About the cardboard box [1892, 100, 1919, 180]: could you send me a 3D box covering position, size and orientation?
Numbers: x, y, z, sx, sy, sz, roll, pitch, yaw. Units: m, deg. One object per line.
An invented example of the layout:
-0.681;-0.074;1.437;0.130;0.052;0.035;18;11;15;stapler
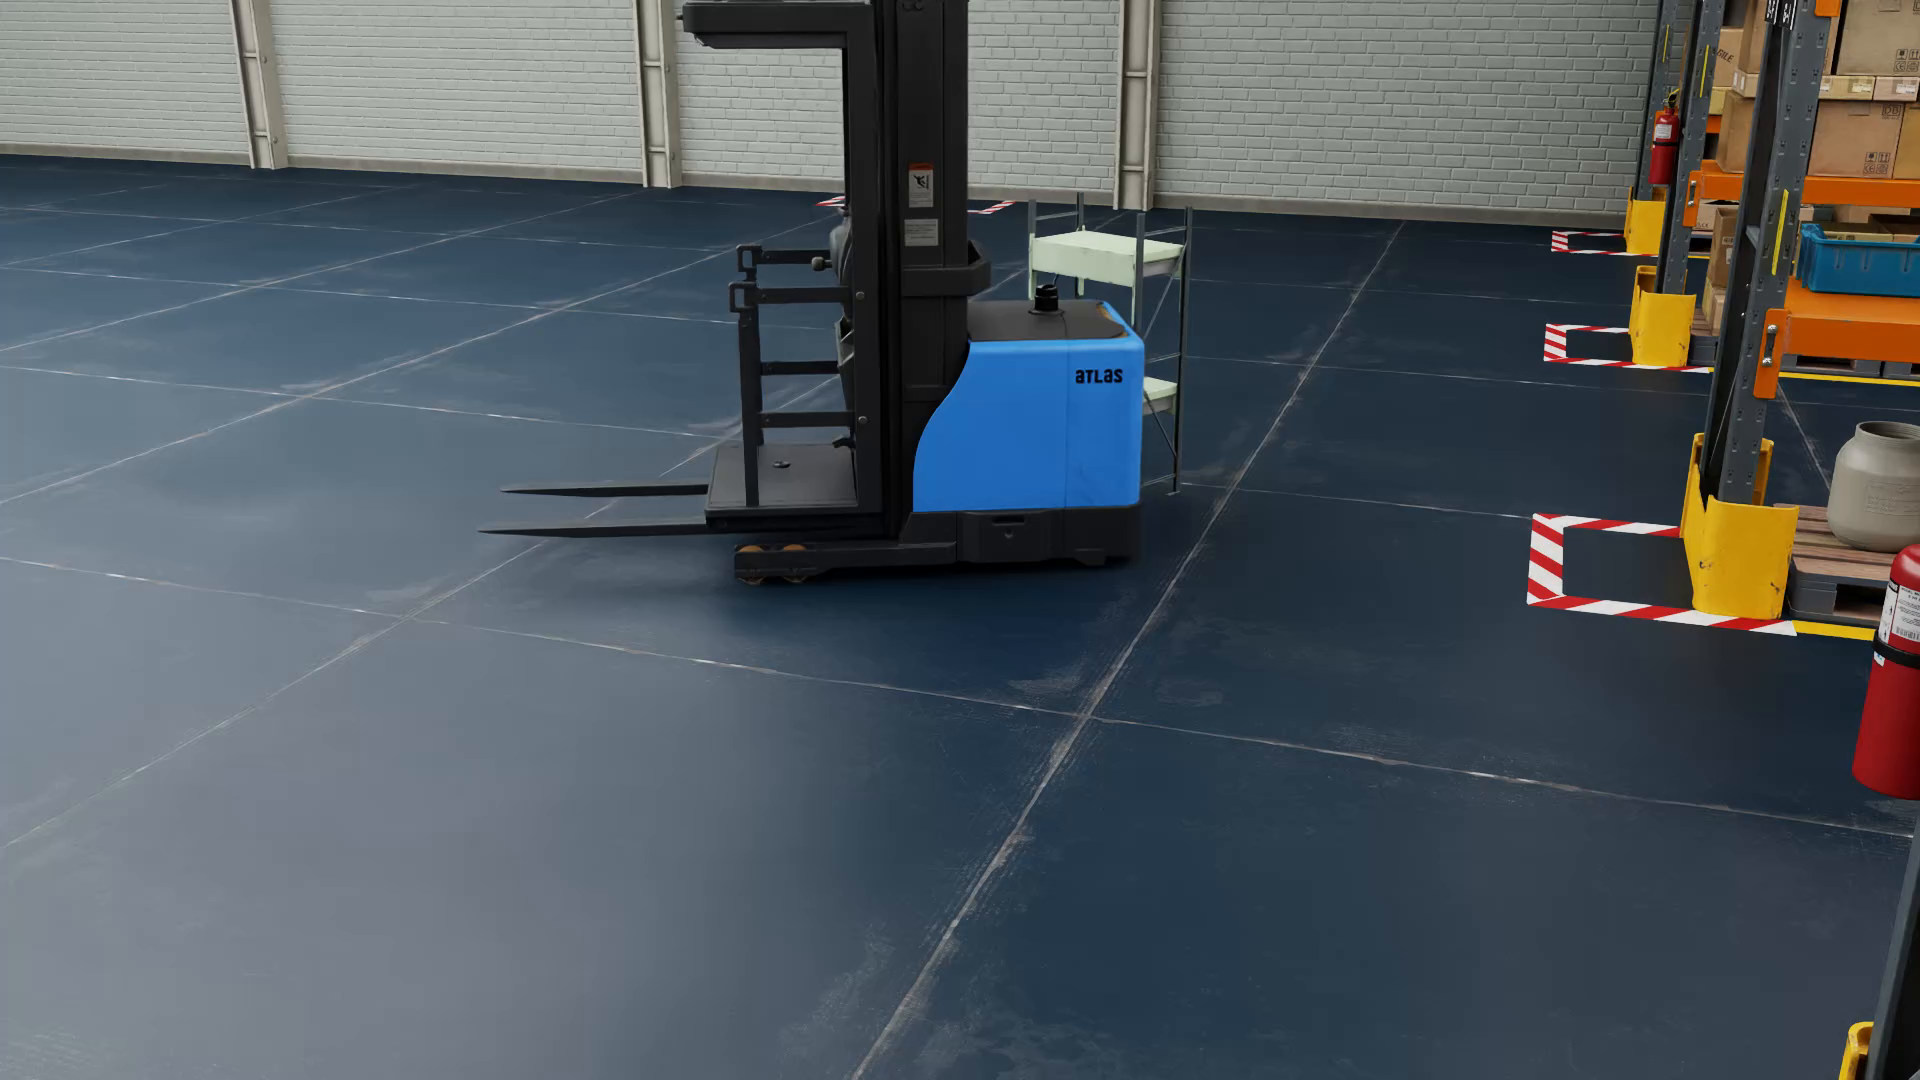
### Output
6.469;-2.682;11.062;0.500;0.500;0.700;7;20;18;cardboard box

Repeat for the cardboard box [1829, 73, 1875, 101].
5.853;-2.989;10.957;0.250;0.149;0.380;7;20;18;cardboard box

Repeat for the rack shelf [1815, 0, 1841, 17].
5.327;-2.121;6.140;4.000;0.370;1.077;7;20;18;rack shelf

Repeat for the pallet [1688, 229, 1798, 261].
7.517;-2.917;16.124;1.213;0.211;1.003;7;20;18;pallet

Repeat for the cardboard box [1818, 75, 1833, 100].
5.618;-3.017;11.036;0.250;0.149;0.380;6;20;17;cardboard box

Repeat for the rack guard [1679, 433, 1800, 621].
3.525;-0.087;7.565;0.348;0.500;1.175;7;20;18;rack guard

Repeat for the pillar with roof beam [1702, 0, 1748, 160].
6.222;-6.028;11.699;0.400;9.000;9.100;7;20;18;pillar with roof beam

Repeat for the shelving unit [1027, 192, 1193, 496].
0.757;-1.001;8.670;0.431;1.500;0.755;-17;26;-41;shelving unit

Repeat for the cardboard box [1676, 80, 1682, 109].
7.195;-4.289;16.021;0.500;0.250;0.500;7;20;19;cardboard box

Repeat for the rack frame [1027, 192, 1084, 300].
0.504;-1.088;8.920;0.400;1.500;0.023;-17;26;-41;rack frame

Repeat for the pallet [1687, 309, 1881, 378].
5.803;-1.414;11.812;1.213;0.211;1.003;7;20;18;pallet

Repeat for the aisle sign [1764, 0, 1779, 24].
3.468;-2.588;6.994;0.004;0.787;0.394;7;20;18;aisle sign

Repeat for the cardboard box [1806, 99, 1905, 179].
6.002;-2.738;11.221;0.500;0.500;0.700;7;20;19;cardboard box

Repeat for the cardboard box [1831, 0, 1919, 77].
6.053;-3.345;10.992;0.500;0.500;0.700;6;20;17;cardboard box

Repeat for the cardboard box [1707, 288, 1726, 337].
5.501;-1.573;11.571;0.500;0.250;0.500;7;20;18;cardboard box

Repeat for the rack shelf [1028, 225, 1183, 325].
0.757;-1.370;8.542;0.431;0.370;0.720;-17;26;-41;rack shelf

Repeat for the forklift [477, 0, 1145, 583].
-0.707;-1.370;7.554;3.031;2.935;1.130;-2;19;-5;forklift

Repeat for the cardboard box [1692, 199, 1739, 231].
7.313;-3.176;16.047;0.500;0.311;0.500;4;20;12;cardboard box

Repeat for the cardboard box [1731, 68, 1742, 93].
5.491;-3.172;11.481;0.250;0.149;0.380;6;20;17;cardboard box

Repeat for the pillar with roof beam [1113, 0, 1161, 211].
0.554;-6.677;13.558;0.400;9.000;9.100;7;20;18;pillar with roof beam

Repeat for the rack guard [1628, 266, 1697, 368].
5.045;-1.622;11.971;0.348;0.500;1.175;7;20;18;rack guard

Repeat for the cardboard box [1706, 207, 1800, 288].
5.672;-2.089;11.911;0.500;0.500;0.500;7;20;18;cardboard box

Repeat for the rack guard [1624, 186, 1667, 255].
6.761;-3.152;16.360;0.348;0.500;1.175;7;20;18;rack guard

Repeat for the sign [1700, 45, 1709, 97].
4.879;-3.074;10.903;0.005;0.325;0.100;7;20;18;sign

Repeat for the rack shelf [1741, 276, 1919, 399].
5.327;-0.705;6.634;4.000;0.370;1.077;7;20;18;rack shelf

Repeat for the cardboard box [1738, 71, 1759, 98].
5.367;-3.044;11.115;0.250;0.149;0.380;6;20;18;cardboard box

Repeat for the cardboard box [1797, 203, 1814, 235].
7.852;-3.115;15.871;0.500;0.311;0.500;8;21;23;cardboard box

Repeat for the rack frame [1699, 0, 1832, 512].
3.438;-1.260;7.135;0.127;3.000;1.000;7;20;18;rack frame

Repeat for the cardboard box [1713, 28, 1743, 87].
7.042;-4.488;15.454;0.500;0.500;0.500;7;20;18;cardboard box

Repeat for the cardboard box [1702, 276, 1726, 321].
5.671;-1.734;12.033;0.500;0.250;0.500;7;20;18;cardboard box

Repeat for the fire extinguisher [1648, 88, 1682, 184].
5.108;-2.921;12.016;0.183;0.674;0.296;7;20;18;fire extinguisher

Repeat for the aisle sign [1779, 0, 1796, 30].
3.274;-2.405;6.468;0.004;0.787;0.394;7;20;18;aisle sign

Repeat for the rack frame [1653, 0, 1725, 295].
5.067;-2.800;11.552;0.127;3.000;1.000;7;20;18;rack frame

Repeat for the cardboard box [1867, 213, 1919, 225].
6.621;-1.985;11.615;0.500;0.500;0.500;7;20;18;cardboard box

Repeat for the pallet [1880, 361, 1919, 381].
6.952;-1.282;11.432;1.213;0.211;1.003;7;20;18;pallet

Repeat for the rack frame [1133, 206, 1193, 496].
1.010;-0.914;8.420;0.400;1.500;0.023;-17;26;-41;rack frame

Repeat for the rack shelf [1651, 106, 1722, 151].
8.579;-3.785;15.471;4.000;0.370;1.077;7;20;18;rack shelf

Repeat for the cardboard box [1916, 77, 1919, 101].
6.343;-2.933;10.797;0.250;0.149;0.380;6;20;16;cardboard box

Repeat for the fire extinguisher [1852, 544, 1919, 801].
1.856;0.160;3.176;0.183;0.674;0.296;7;20;18;fire extinguisher

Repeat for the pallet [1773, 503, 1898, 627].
4.291;0.139;7.356;1.213;0.211;1.003;7;20;18;pallet

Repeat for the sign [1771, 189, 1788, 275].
3.254;-1.221;6.600;0.005;0.325;0.100;7;20;18;sign

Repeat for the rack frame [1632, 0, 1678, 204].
6.689;-4.341;15.972;0.127;3.000;1.000;7;20;18;rack frame

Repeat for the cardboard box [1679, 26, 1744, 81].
7.204;-4.649;15.913;0.500;0.500;0.500;6;20;17;cardboard box

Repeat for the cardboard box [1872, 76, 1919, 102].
6.090;-2.961;10.877;0.250;0.149;0.380;6;20;17;cardboard box

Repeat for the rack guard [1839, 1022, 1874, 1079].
1.885;1.468;3.105;0.348;0.500;1.175;7;20;18;rack guard

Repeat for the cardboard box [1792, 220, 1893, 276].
5.974;-1.874;11.294;0.500;0.500;0.500;7;20;18;cardboard box

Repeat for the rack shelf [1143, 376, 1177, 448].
0.757;-0.693;8.778;0.431;0.370;0.720;-17;26;-41;rack shelf

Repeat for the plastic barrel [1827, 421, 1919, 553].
4.085;-0.237;7.340;0.421;0.512;0.421;0;19;0;plastic barrel

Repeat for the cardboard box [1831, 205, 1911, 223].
8.529;-3.109;15.568;0.500;0.500;0.700;5;20;15;cardboard box

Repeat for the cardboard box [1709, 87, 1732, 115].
7.046;-4.128;15.559;0.500;0.250;0.500;6;20;16;cardboard box

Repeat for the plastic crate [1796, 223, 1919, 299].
4.009;-1.229;7.271;0.616;0.251;0.499;7;20;18;plastic crate

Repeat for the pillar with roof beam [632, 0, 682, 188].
-5.114;-7.325;15.418;0.400;9.000;9.100;7;20;18;pillar with roof beam

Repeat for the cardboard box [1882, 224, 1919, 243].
6.450;-1.824;11.151;0.500;0.500;0.500;7;20;18;cardboard box

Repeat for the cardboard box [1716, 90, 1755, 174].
5.504;-2.793;11.380;0.500;0.500;0.700;7;20;18;cardboard box

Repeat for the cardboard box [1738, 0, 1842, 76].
5.554;-3.400;11.150;0.500;0.500;0.700;7;20;18;cardboard box

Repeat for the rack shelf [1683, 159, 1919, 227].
6.957;-2.244;11.051;4.000;0.370;1.077;7;20;18;rack shelf

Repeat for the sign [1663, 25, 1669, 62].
6.511;-4.581;15.345;0.005;0.325;0.100;7;20;18;sign

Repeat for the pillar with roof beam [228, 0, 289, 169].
-10.781;-7.973;17.277;0.400;9.000;9.100;7;20;18;pillar with roof beam
